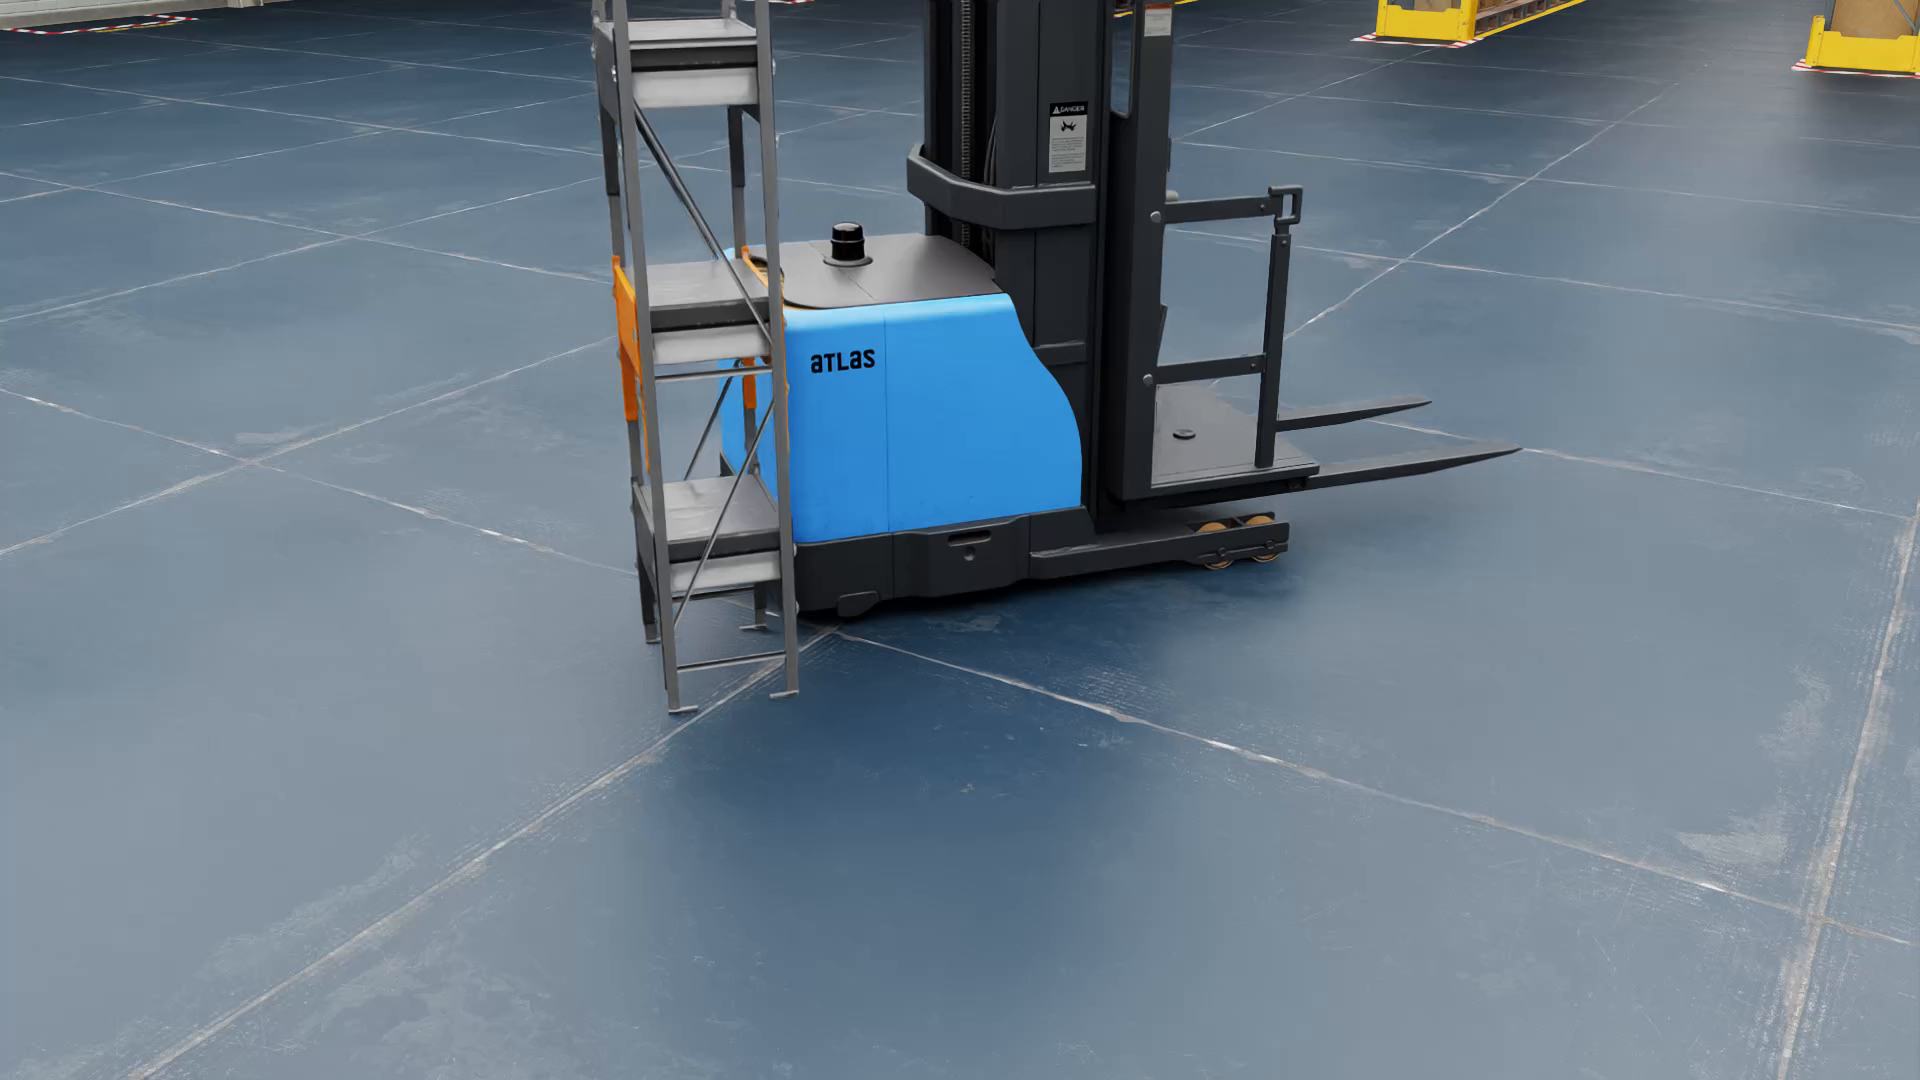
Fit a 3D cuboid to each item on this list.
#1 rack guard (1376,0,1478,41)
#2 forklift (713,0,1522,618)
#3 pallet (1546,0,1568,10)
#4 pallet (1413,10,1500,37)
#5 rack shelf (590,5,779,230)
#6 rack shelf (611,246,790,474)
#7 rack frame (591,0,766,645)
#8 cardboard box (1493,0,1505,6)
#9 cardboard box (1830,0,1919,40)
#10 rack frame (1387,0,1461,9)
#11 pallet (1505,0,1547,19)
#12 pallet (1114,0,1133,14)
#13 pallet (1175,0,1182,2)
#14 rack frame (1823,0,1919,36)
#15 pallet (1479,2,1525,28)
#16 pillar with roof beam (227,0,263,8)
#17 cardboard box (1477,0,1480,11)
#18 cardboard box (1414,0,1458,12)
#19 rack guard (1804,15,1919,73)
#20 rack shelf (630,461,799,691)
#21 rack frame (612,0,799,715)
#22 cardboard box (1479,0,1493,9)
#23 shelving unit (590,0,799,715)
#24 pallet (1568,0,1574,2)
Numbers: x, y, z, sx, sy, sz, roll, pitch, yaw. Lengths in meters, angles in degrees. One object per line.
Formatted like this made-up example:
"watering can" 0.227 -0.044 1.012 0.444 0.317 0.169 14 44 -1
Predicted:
"rack guard" 5.797 -6.516 20.671 1.175 0.500 0.348 14 27 29
"forklift" 0.672 -1.427 5.857 3.031 2.935 1.130 -8 25 -18
"pallet" 8.276 -7.970 24.396 1.003 0.211 1.213 14 27 29
"pallet" 6.255 -6.650 21.345 1.003 0.211 1.213 14 27 29
"rack shelf" -0.766 -1.184 4.612 0.431 0.518 0.480 -7 25 -16
"rack shelf" -0.766 -0.542 4.891 0.431 0.518 0.480 -7 25 -16
"rack frame" -0.841 -0.646 5.099 0.400 2.100 0.015 -7 25 -16
"cardboard box" 7.065 -7.485 22.383 0.500 0.500 0.500 11 26 24
"cardboard box" 10.219 -6.024 18.535 0.875 0.875 0.875 14 27 29
"rack frame" 5.757 -7.637 20.116 1.000 3.000 0.127 14 27 29
"pallet" 7.542 -7.473 23.247 1.003 0.211 1.213 14 27 29
"pallet" 1.982 -7.704 23.780 1.003 0.211 1.213 14 27 29
"pallet" 2.626 -8.114 24.727 1.003 0.211 1.213 14 27 29
"rack frame" 9.917 -6.563 17.636 1.000 3.000 0.127 14 27 29
"pallet" 6.900 -7.060 22.292 1.003 0.211 1.213 14 27 29
"pillar with roof beam" -6.741 -10.994 20.320 9.100 9.000 0.400 14 27 29
"cardboard box" 6.386 -7.099 21.490 0.500 0.500 0.500 -20 31 -39
"cardboard box" 6.100 -6.890 21.007 0.500 0.500 0.500 20 30 38
"rack guard" 9.904 -5.408 18.114 1.175 0.500 0.348 14 27 29
"rack shelf" -0.766 0.101 5.170 0.431 0.518 0.480 -7 25 -16
"rack frame" -0.691 -0.462 4.673 0.400 2.100 0.015 -7 25 -16
"cardboard box" 6.733 -7.306 21.969 0.500 0.500 0.500 17 29 34
"shelving unit" -0.766 -0.554 4.886 0.431 2.100 0.503 -7 25 -16
"pallet" 8.919 -8.384 25.351 1.003 0.211 1.213 14 27 29
